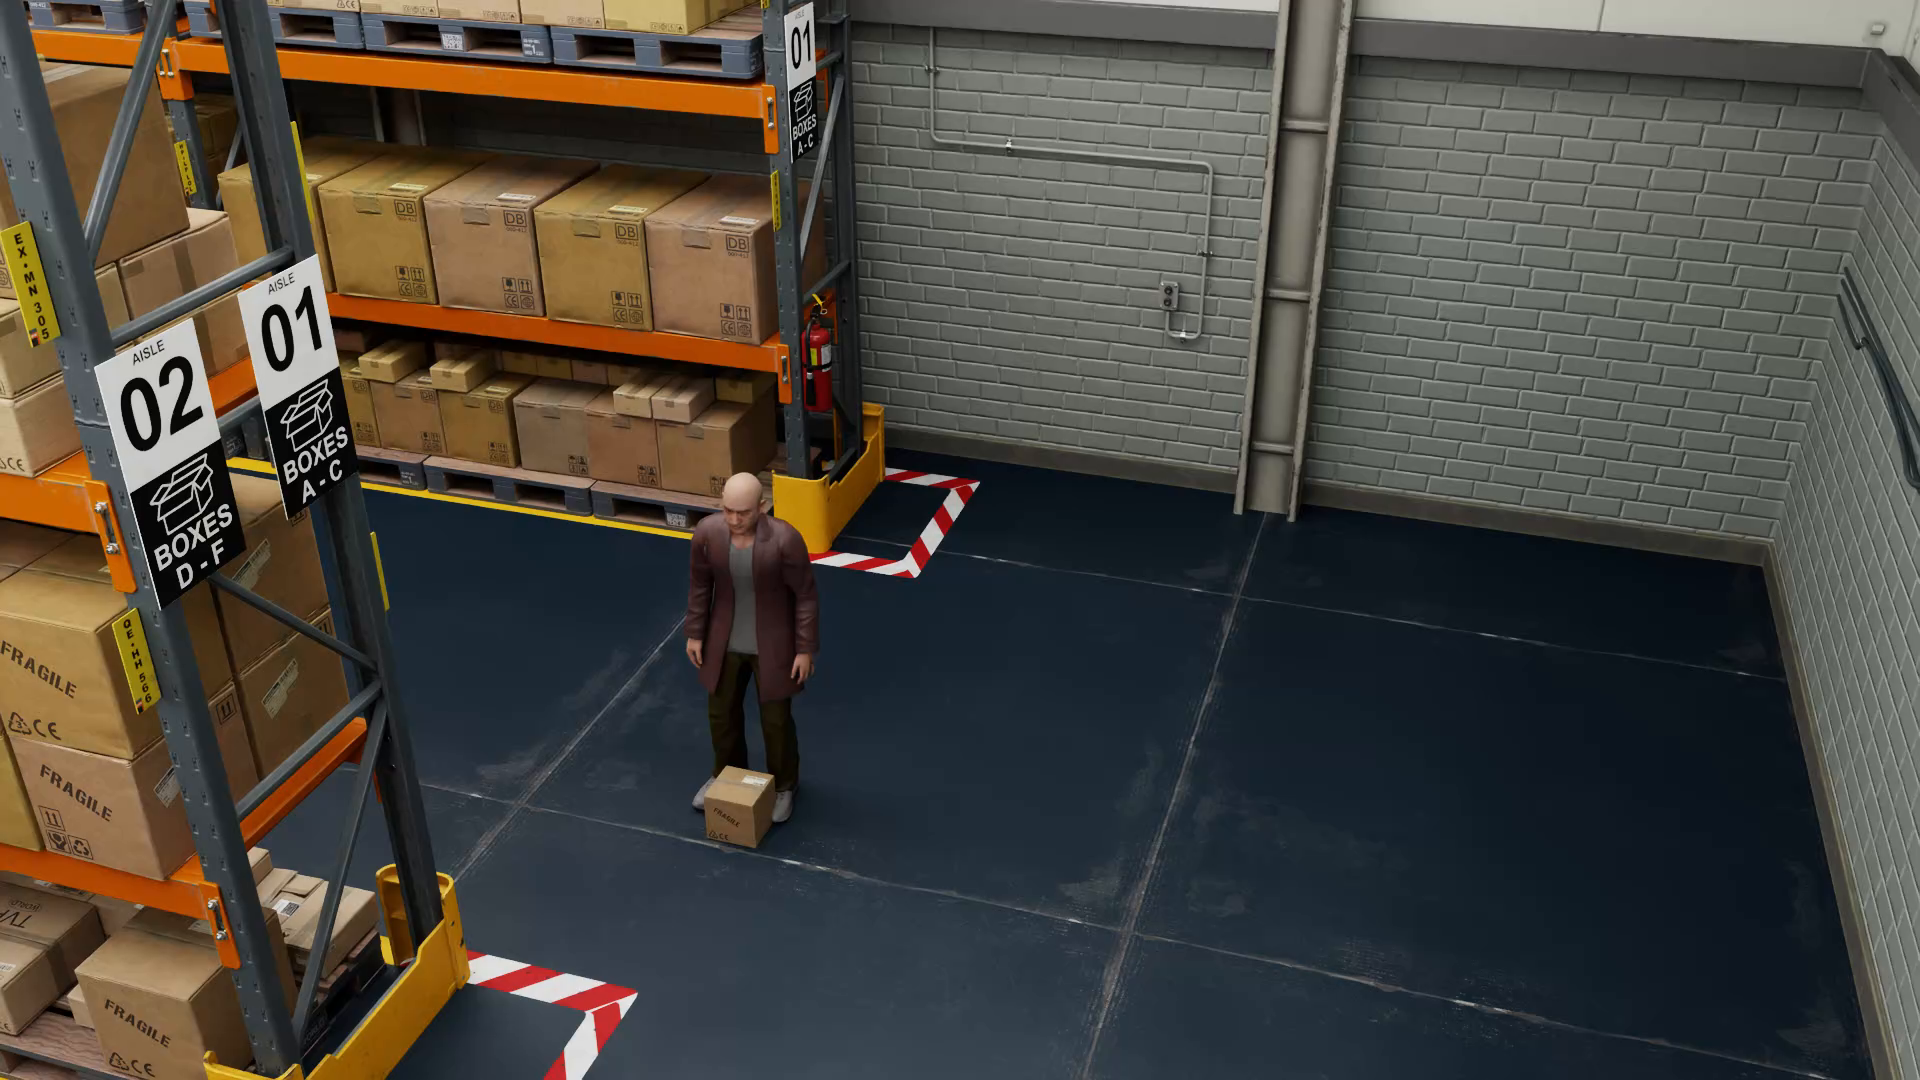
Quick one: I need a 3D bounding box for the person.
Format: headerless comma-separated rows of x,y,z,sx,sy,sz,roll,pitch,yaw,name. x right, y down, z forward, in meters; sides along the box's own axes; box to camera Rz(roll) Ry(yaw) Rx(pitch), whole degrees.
-0.955,0.475,7.665,0.655,1.775,0.419,7,30,13,person
